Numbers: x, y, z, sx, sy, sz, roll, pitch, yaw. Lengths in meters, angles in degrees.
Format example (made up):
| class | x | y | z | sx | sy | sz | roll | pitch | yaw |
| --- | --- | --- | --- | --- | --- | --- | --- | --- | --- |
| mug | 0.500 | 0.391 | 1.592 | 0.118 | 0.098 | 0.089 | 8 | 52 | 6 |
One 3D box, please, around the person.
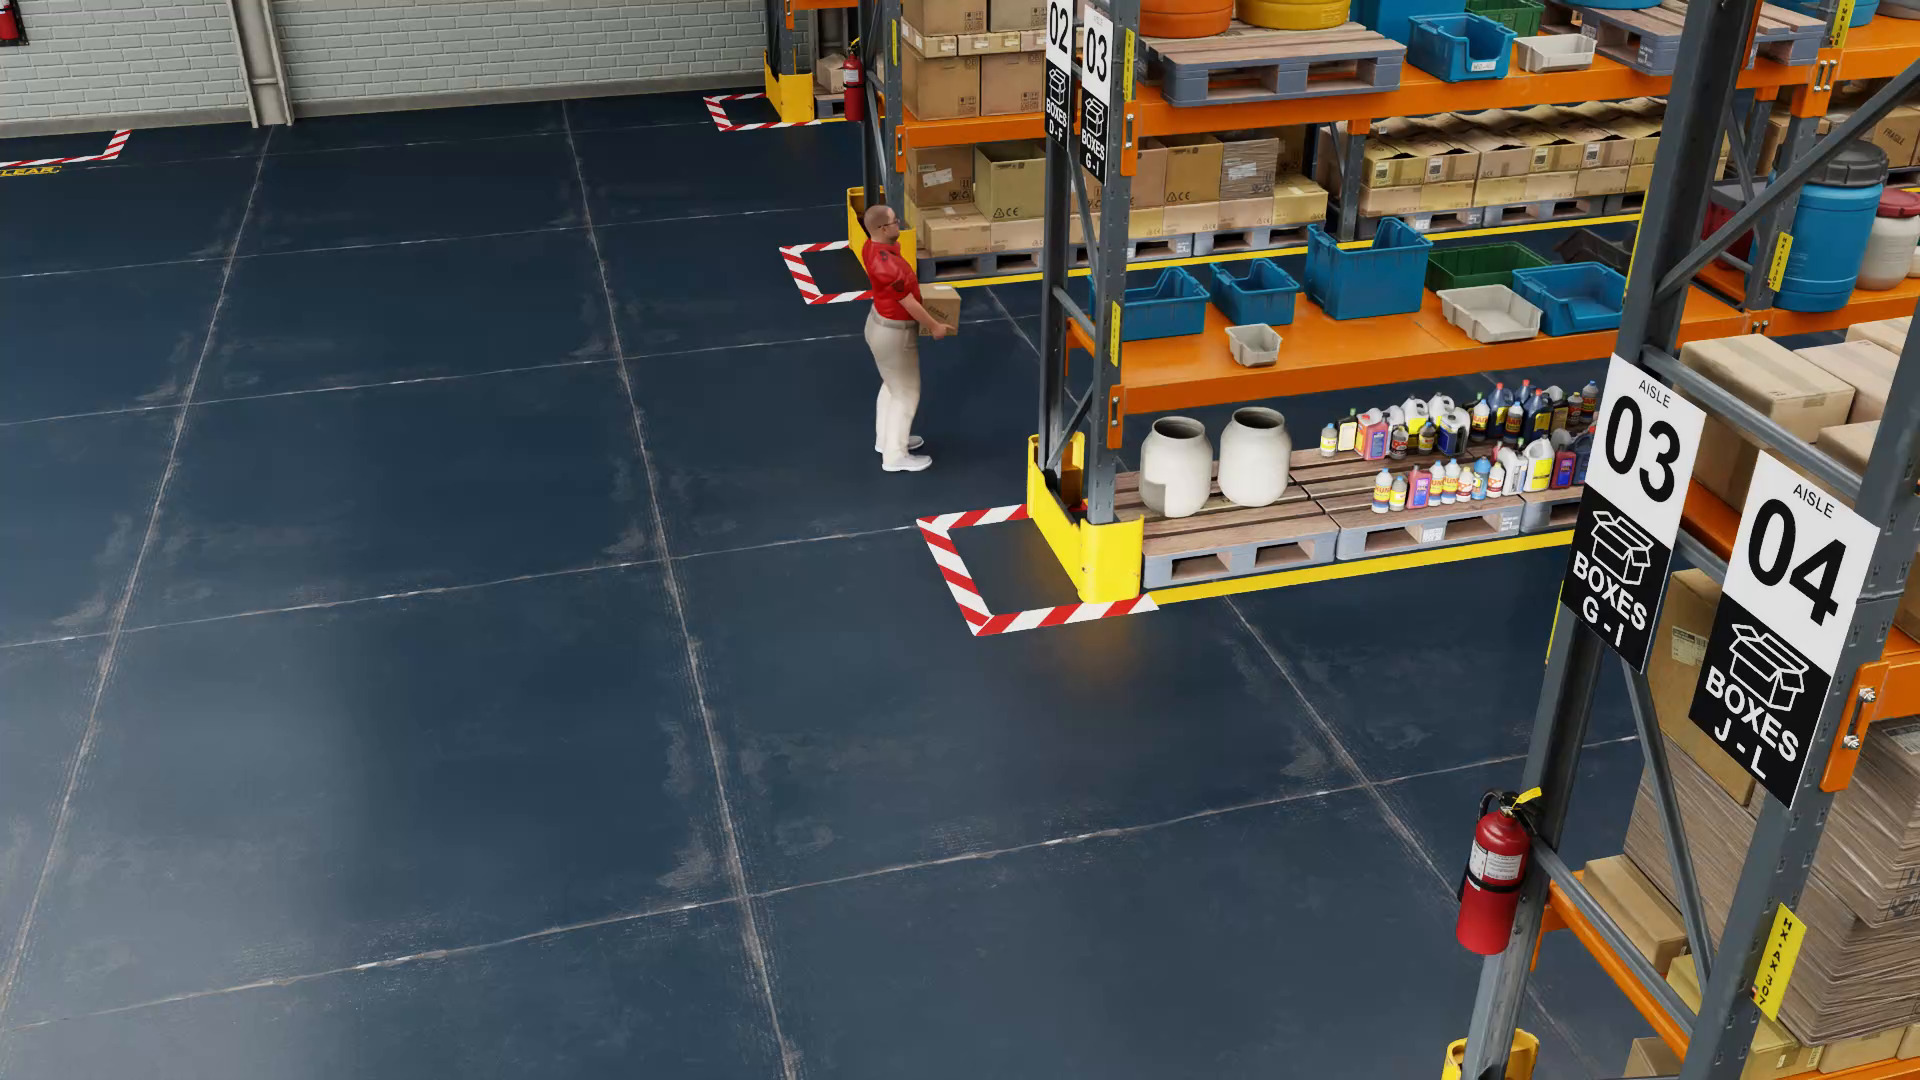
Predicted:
| class | x | y | z | sx | sy | sz | roll | pitch | yaw |
| --- | --- | --- | --- | --- | --- | --- | --- | --- | --- |
| person | -0.329 | -1.298 | 10.510 | 0.536 | 1.713 | 0.494 | -8 | 31 | -13 |
